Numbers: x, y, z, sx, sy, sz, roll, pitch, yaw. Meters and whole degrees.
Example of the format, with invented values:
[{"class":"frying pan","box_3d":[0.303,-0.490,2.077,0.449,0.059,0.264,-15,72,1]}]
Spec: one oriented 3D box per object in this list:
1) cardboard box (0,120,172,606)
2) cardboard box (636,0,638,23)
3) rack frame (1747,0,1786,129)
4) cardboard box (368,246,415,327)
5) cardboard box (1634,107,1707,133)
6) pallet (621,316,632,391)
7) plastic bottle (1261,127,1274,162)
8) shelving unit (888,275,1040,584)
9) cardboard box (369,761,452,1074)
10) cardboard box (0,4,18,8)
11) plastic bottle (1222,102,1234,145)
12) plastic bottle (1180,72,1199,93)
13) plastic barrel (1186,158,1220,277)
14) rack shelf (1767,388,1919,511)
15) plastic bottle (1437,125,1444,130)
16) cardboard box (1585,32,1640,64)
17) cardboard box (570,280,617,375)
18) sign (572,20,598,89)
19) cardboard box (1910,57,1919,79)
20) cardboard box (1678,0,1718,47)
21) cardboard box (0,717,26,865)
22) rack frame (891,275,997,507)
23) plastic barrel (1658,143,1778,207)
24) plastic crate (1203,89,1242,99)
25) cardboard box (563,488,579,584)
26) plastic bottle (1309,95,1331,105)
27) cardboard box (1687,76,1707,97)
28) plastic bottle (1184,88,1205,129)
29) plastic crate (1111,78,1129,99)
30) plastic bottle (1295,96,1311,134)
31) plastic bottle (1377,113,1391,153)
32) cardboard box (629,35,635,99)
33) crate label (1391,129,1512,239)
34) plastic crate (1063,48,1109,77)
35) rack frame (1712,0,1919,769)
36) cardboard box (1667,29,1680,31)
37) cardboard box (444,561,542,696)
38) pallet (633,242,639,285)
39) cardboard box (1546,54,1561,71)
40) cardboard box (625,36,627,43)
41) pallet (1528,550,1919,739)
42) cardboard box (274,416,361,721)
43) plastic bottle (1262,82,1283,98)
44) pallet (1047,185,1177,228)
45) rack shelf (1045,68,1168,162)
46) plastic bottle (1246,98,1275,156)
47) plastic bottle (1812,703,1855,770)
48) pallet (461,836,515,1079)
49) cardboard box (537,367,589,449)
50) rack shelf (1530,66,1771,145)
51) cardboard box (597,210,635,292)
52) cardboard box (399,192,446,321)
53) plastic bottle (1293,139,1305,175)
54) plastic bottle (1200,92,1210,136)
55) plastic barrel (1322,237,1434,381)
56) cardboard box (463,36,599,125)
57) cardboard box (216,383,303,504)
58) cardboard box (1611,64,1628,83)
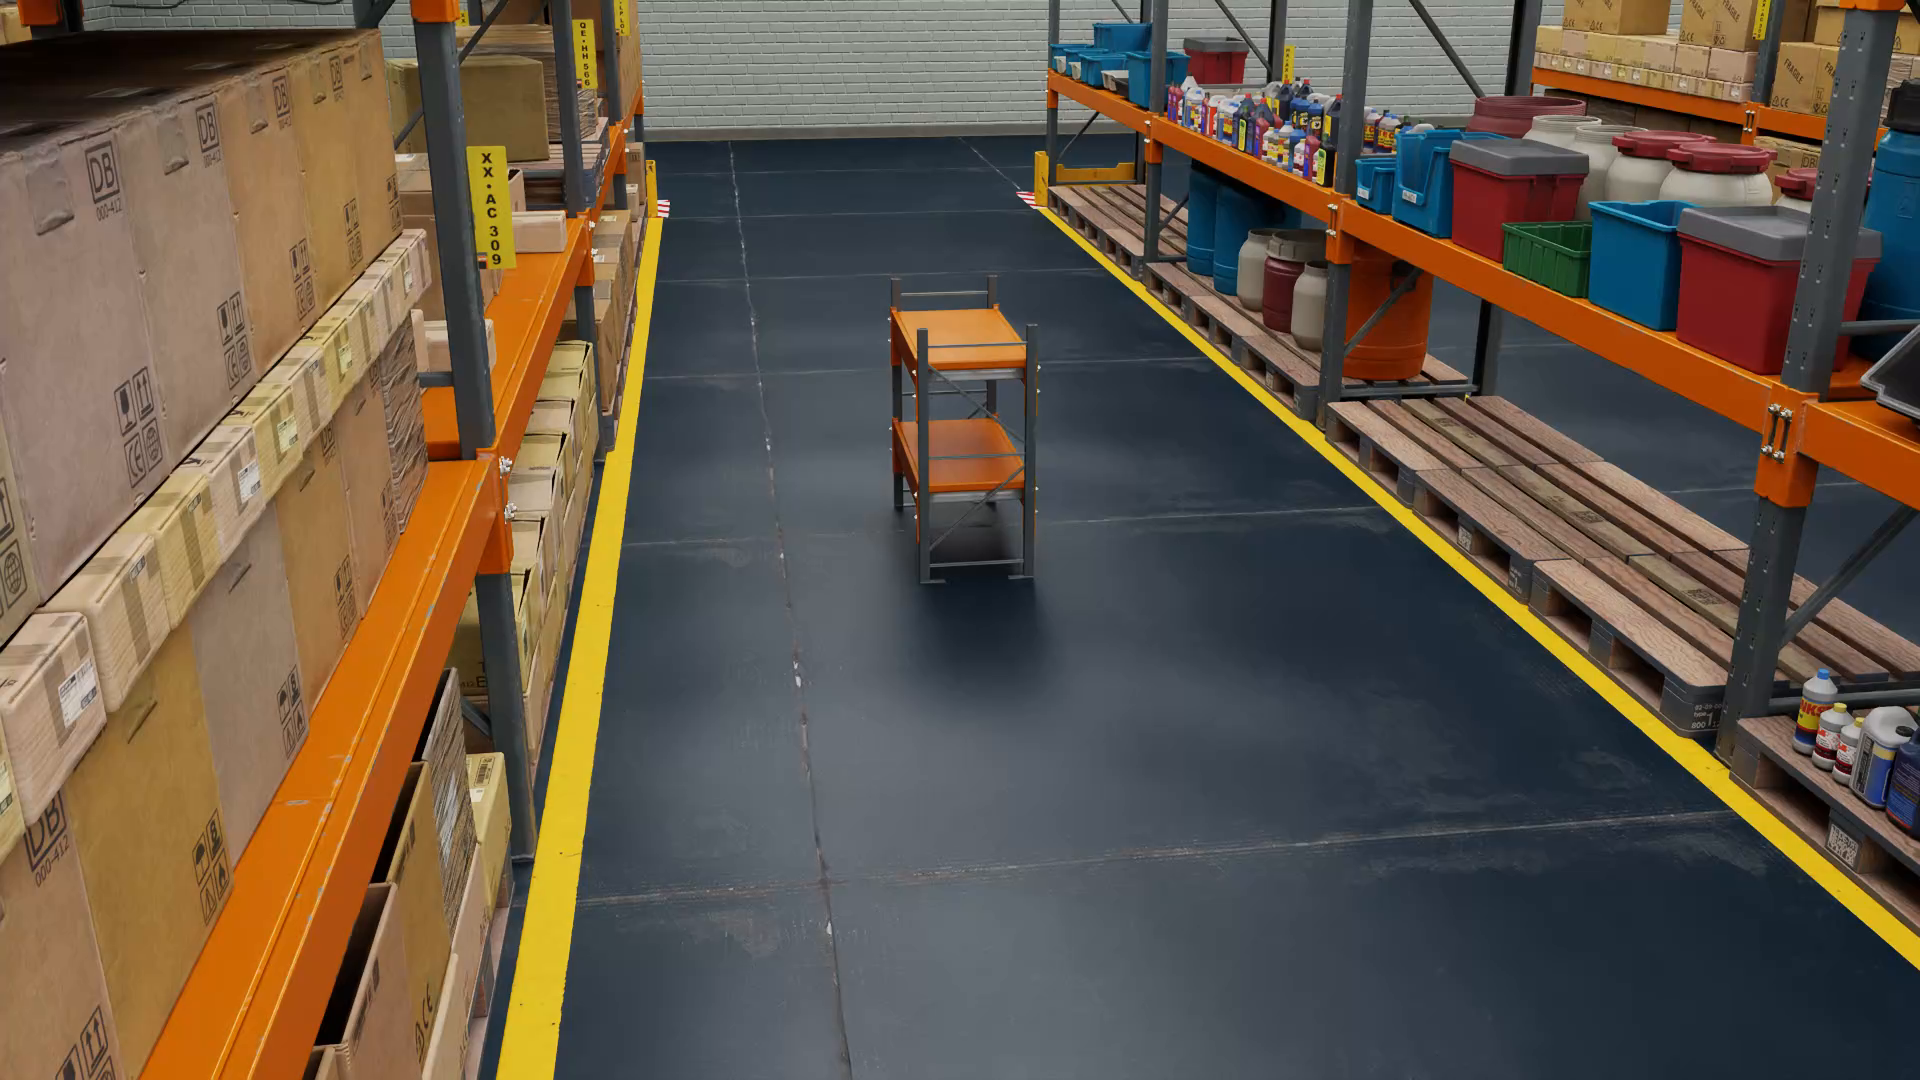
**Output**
[{"class":"cardboard box","box_3d":[-1.446,-0.225,2.035,0.700,0.500,0.500,-3,21,-8]},{"class":"cardboard box","box_3d":[-3.199,-4.948,15.106,0.500,0.500,0.500,-3,21,-8]},{"class":"rack frame","box_3d":[6.845,-3.687,13.300,1.000,3.000,0.127,-3,21,-8]},{"class":"cardboard box","box_3d":[-1.520,-0.600,3.966,0.380,0.149,0.250,-3,21,-9]},{"class":"cardboard box","box_3d":[6.699,-3.432,15.055,0.875,0.875,0.875,-3,21,-8]},{"class":"pallet","box_3d":[-2.625,-1.179,10.571,1.003,0.211,1.213,-3,21,-8]},{"class":"plastic bottle","box_3d":[1.910,-2.434,10.230,0.097,0.201,0.097,0,20,0]},{"class":"shelving unit","box_3d":[-0.001,-0.529,7.526,0.538,1.125,1.048,-3,21,-8]},{"class":"cardboard box","box_3d":[-1.386,0.818,3.498,0.500,0.500,0.500,-3,21,-8]},{"class":"cardboard box","box_3d":[-8.353,-4.287,14.478,0.980,0.700,0.700,-2,21,-5]},{"class":"plastic bottle","box_3d":[1.790,-2.755,10.989,0.097,0.271,0.097,0,20,0]},{"class":"plastic bottle","box_3d":[1.680,-3.262,12.232,0.144,0.351,0.185,-3,21,-8]},{"class":"plastic barrel","box_3d":[2.005,-2.461,12.418,0.600,0.901,0.708,-3,21,-8]},{"class":"rack shelf","box_3d":[3.385,0.362,3.487,1.077,0.370,4.000,-3,21,-8]},{"class":"plastic bottle","box_3d":[2.776,-2.280,9.699,0.061,0.283,0.133,-3,21,-8]},{"class":"cardboard box","box_3d":[6.221,-4.607,15.554,0.500,0.250,0.500,-4,21,-10]},{"class":"cardboard box","box_3d":[-2.246,-1.192,9.563,0.500,0.500,0.500,-4,21,-10]},{"class":"sign","box_3d":[-1.833,-2.375,8.133,0.100,0.325,0.005,-3,21,-8]},{"class":"cardboard box","box_3d":[6.889,-3.036,11.414,0.500,0.500,0.500,-3,21,-7]},{"class":"cardboard box","box_3d":[6.446,-4.427,13.998,0.500,0.500,0.500,-3,21,-7]},{"class":"cardboard box","box_3d":[-1.147,0.291,1.579,0.380,0.149,0.250,-3,21,-8]},{"class":"rack frame","box_3d":[-0.074,-0.705,7.997,0.500,1.125,0.032,-3,21,-8]},{"class":"plastic barrel","box_3d":[3.070,-1.327,6.788,0.433,0.535,0.433,0,20,0]},{"class":"plastic crate","box_3d":[2.018,-3.510,13.118,0.396,0.136,0.243,-3,21,-8]},{"class":"cardboard box","box_3d":[-1.840,-0.012,6.790,0.500,0.250,0.500,-3,21,-7]},{"class":"plastic bottle","box_3d":[2.465,-2.911,11.400,0.152,0.276,0.135,-3,21,-8]},{"class":"cardboard box","box_3d":[6.403,-3.836,14.059,0.380,0.149,0.250,-3,21,-9]},{"class":"plastic bottle","box_3d":[1.686,-3.073,11.833,0.152,0.276,0.135,-3,21,-8]},{"class":"plastic crate","box_3d":[1.517,-3.710,13.670,0.437,0.125,0.590,-3,21,-8]},{"class":"plastic bottle","box_3d":[2.344,-2.896,11.367,0.097,0.271,0.097,0,20,0]},{"class":"plastic bottle","box_3d":[2.655,-2.519,10.358,0.097,0.271,0.097,0,20,0]},{"class":"cardboard box","box_3d":[-2.984,-3.952,13.867,0.500,0.500,0.500,-3,21,-9]},{"class":"crate label","box_3d":[2.396,-1.711,7.959,0.502,0.435,0.616,-3,21,-8]},{"class":"plastic crate","box_3d":[1.172,-4.442,15.474,0.416,0.233,0.300,-3,21,-8]},{"class":"rack frame","box_3d":[3.097,-0.667,5.215,1.000,3.000,0.127,-3,21,-8]},{"class":"cardboard box","box_3d":[6.673,-4.811,16.099,0.500,0.250,0.500,-3,21,-9]},{"class":"cardboard box","box_3d":[-1.618,0.254,5.276,0.500,0.311,0.500,-3,21,-8]},{"class":"pallet","box_3d":[-3.056,-2.120,13.090,1.003,0.211,1.213,-3,21,-8]},{"class":"cardboard box","box_3d":[6.031,-4.726,16.441,0.380,0.149,0.250,-3,21,-9]},{"class":"cardboard box","box_3d":[-2.823,-4.060,12.726,0.500,0.500,0.500,-4,21,-9]},{"class":"pallet","box_3d":[2.945,0.369,6.426,1.003,0.211,1.213,-3,21,-8]},{"class":"cardboard box","box_3d":[-1.584,0.044,3.168,0.700,0.500,0.500,-3,21,-7]},{"class":"plastic bottle","box_3d":[2.320,-3.259,12.331,0.152,0.276,0.135,-3,21,-8]},{"class":"pallet","box_3d":[1.448,-3.228,16.057,1.003,0.211,1.213,-3,21,-8]},{"class":"rack shelf","box_3d":[1.655,-3.792,14.611,1.077,0.370,4.000,-3,21,-8]},{"class":"plastic bottle","box_3d":[1.893,-2.600,10.462,0.144,0.351,0.185,-3,21,-8]},{"class":"plastic bottle","box_3d":[2.724,0.605,5.179,0.097,0.201,0.097,0,20,0]},{"class":"pallet","box_3d":[-1.732,1.165,4.295,1.003,0.211,1.213,-3,21,-8]},{"class":"cardboard box","box_3d":[-1.981,-0.626,7.634,0.500,0.311,0.500,-3,21,-9]},{"class":"rack shelf","box_3d":[6.557,-4.042,15.280,1.077,0.370,4.000,-3,21,-8]},{"class":"cardboard box","box_3d":[-2.604,-2.067,11.907,0.500,0.500,0.500,-3,21,-8]},{"class":"cardboard box","box_3d":[-1.976,-0.915,5.735,0.500,0.500,0.500,-1,21,-4]},{"class":"plastic bottle","box_3d":[1.994,-2.232,9.689,0.097,0.201,0.097,0,20,0]},{"class":"plastic bottle","box_3d":[1.702,-2.926,11.431,0.061,0.283,0.133,-3,21,-8]},{"class":"plastic barrel","box_3d":[2.433,-1.401,9.681,0.600,0.830,0.708,-3,21,-8]},{"class":"cardboard box","box_3d":[-2.643,-2.823,10.245,0.700,0.500,0.500,-8,22,-21]},{"class":"cardboard box","box_3d":[-1.331,-0.154,2.772,0.380,0.149,0.250,-2,21,-6]},{"class":"cardboard box","box_3d":[6.216,-4.282,15.253,0.380,0.149,0.250,-3,21,-9]}]
